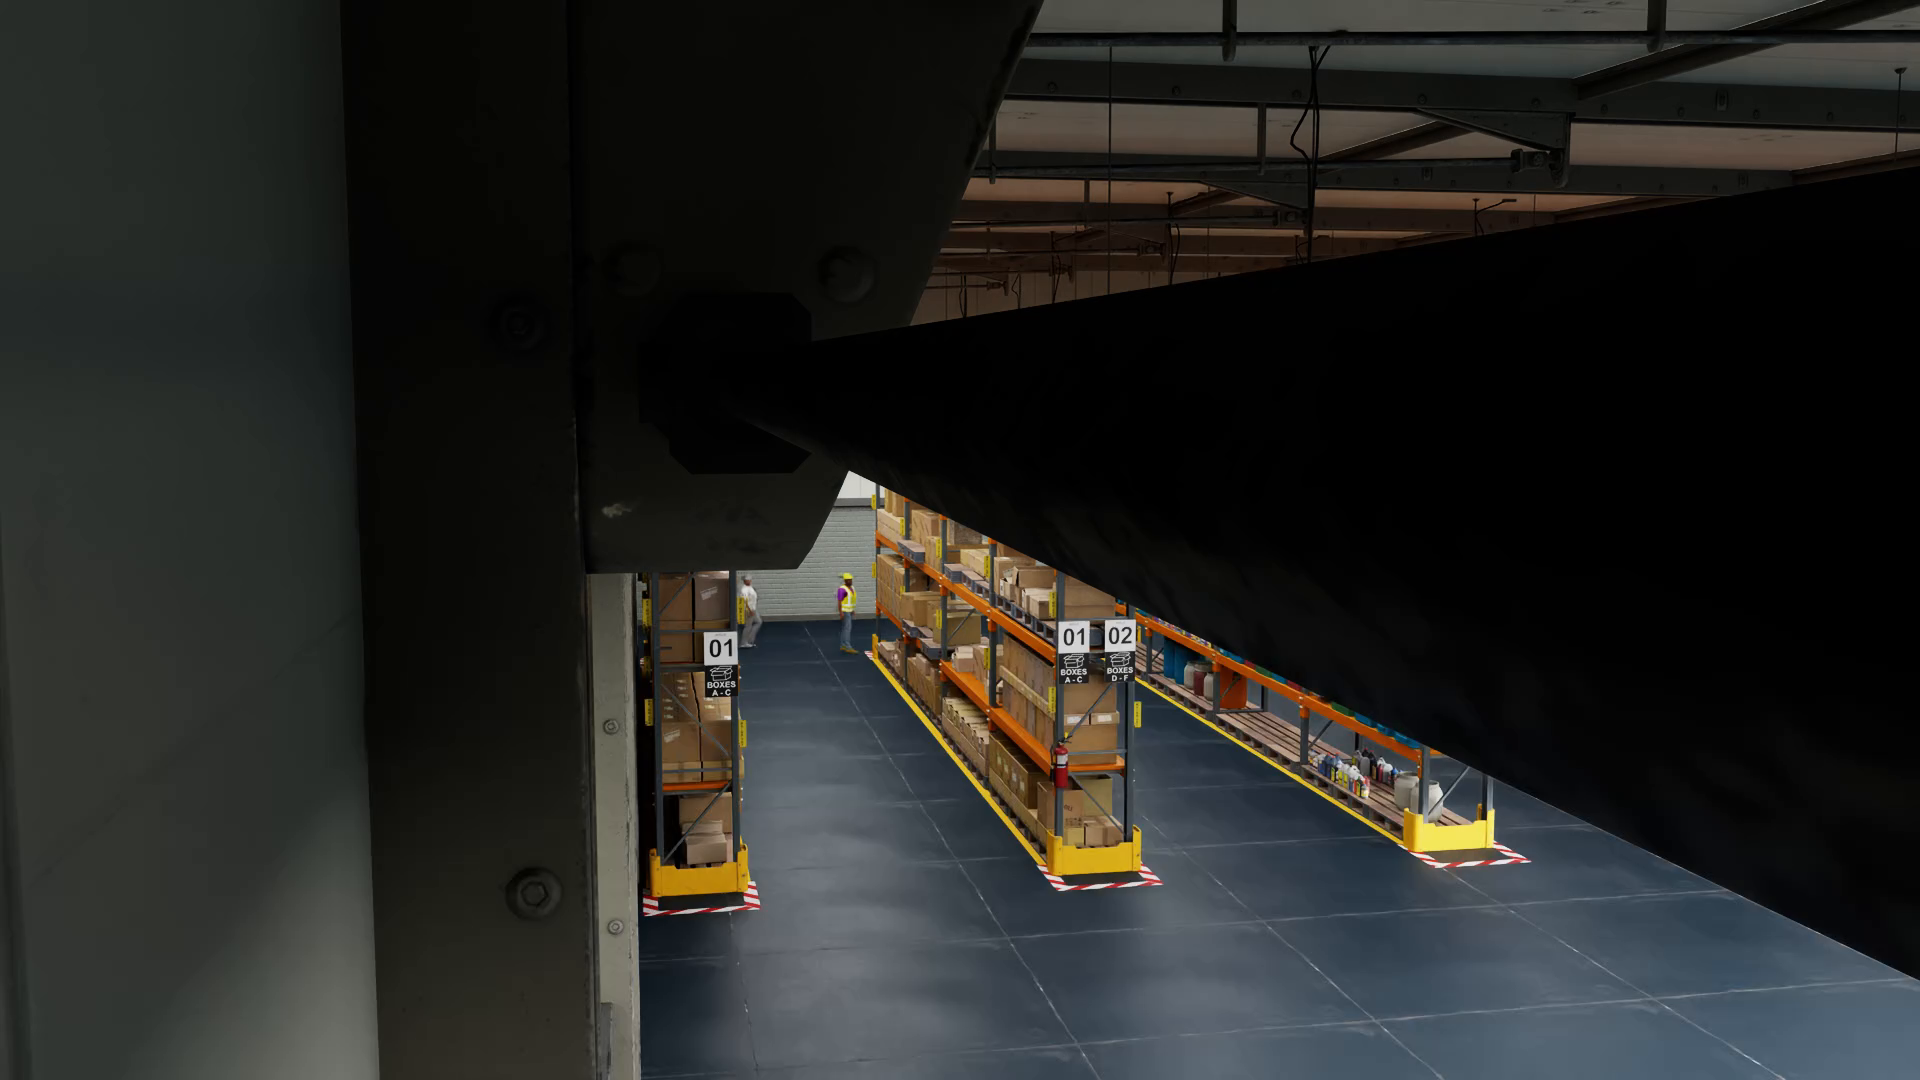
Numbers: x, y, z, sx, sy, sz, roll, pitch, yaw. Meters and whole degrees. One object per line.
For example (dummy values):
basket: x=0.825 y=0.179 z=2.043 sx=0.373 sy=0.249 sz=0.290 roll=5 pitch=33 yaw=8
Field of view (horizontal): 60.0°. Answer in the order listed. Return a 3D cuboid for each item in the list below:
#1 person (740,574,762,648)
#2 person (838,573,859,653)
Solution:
person: x=-4.747 y=1.621 z=37.749 sx=0.497 sy=1.707 sz=0.494 roll=0 pitch=6 yaw=-2
person: x=-2.467 y=1.632 z=37.330 sx=0.520 sy=1.780 sz=0.614 roll=2 pitch=6 yaw=17
